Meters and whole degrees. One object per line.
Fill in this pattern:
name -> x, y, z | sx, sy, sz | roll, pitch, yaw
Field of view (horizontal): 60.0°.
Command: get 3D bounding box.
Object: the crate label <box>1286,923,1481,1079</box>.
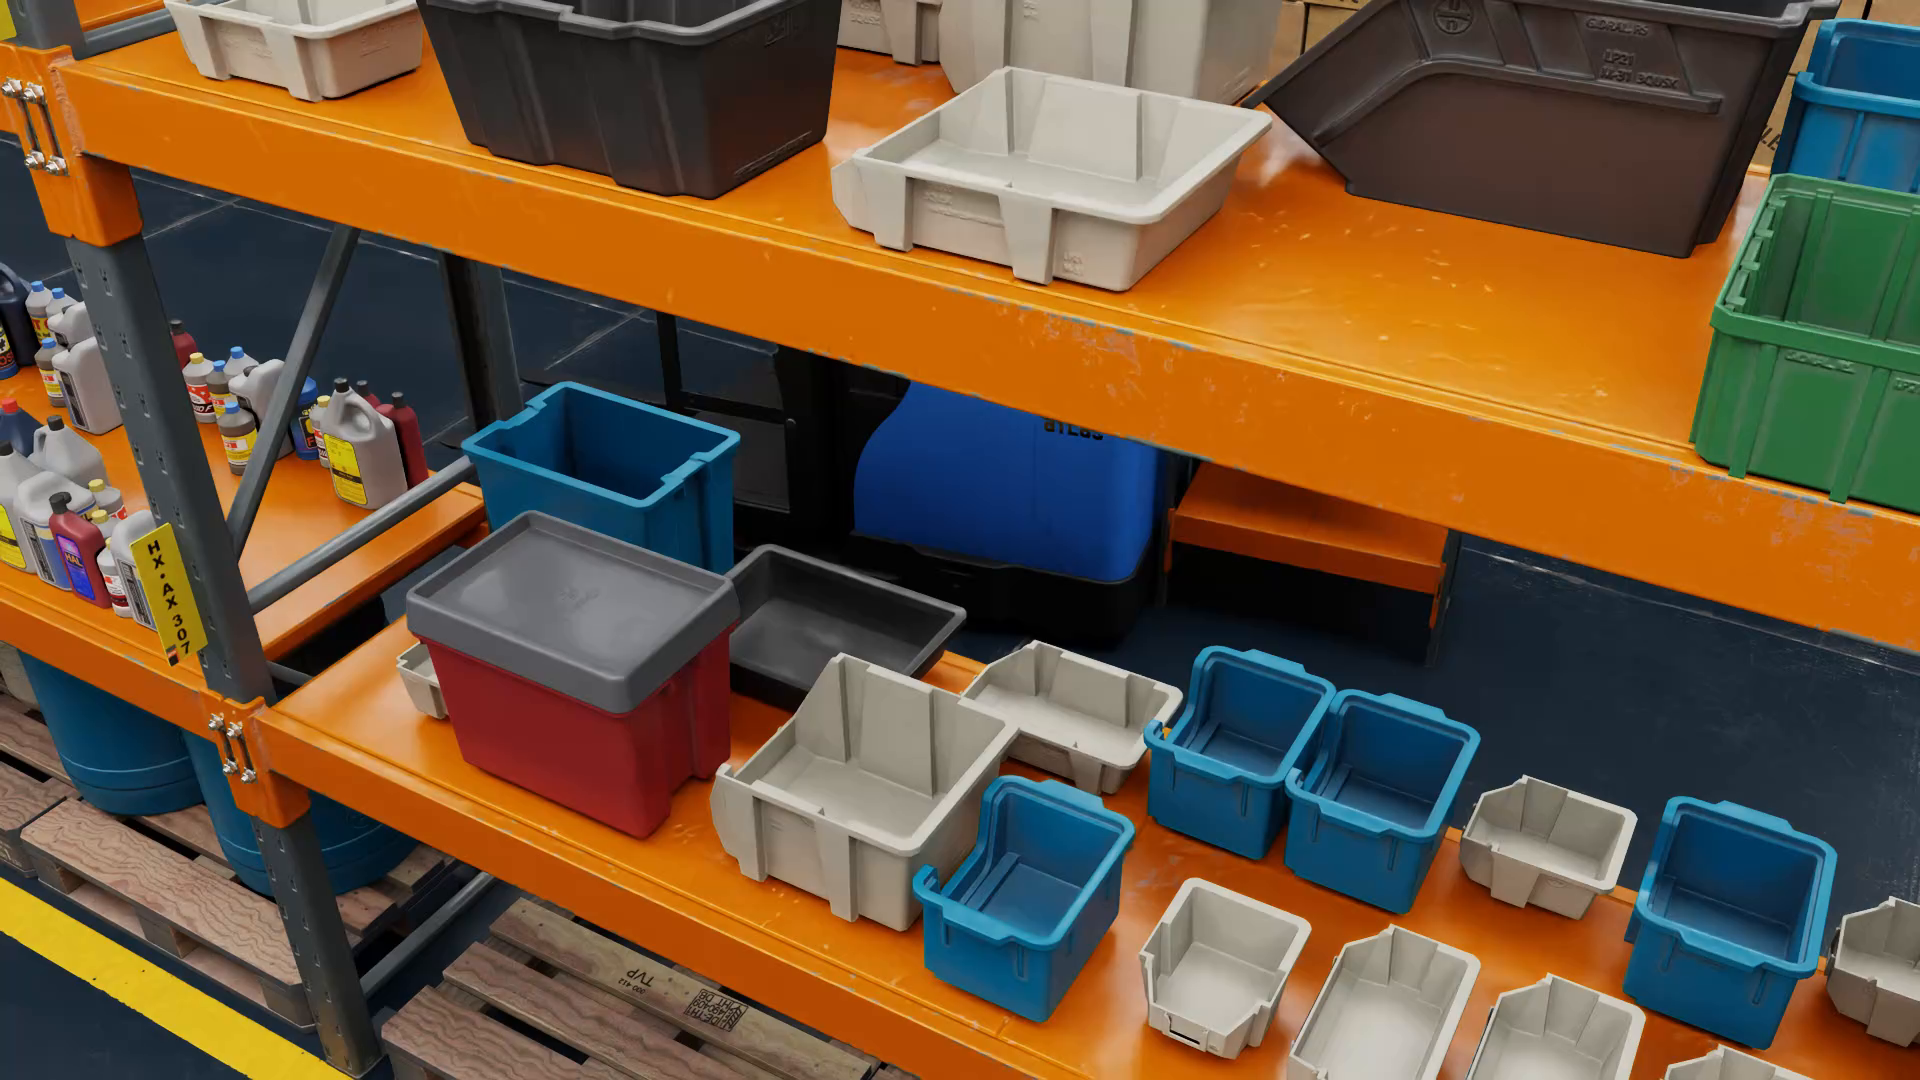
crate label -> 0.735, 0.869, 2.923 | 0.243, 0.136, 0.396 | 18, 37, 24

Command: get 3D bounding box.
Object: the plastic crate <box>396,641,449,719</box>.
plastic crate -> -1.108, 0.254, 3.846 | 0.243, 0.136, 0.396 | 18, 37, 24

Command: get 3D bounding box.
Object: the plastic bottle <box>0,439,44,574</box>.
plastic bottle -> -2.402, -0.102, 4.242 | 0.185, 0.351, 0.144 | 18, 37, 24

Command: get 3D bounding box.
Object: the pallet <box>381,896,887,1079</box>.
pallet -> -0.784, 1.317, 4.582 | 1.213, 0.211, 1.003 | 18, 37, 24

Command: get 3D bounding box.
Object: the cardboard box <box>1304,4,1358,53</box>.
cardboard box -> 1.773, -2.041, 7.019 | 0.500, 0.500, 0.500 | 18, 38, 25

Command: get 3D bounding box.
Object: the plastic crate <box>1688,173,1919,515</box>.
plastic crate -> 1.033, -0.221, 1.861 | 0.336, 0.188, 0.450 | 18, 37, 24

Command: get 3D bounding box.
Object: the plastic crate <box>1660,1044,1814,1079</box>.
plastic crate -> 1.234, 1.020, 2.695 | 0.243, 0.136, 0.396 | 18, 37, 24

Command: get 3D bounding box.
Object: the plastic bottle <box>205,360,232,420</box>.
plastic bottle -> -2.144, -0.428, 4.865 | 0.097, 0.201, 0.097 | 0, 34, 0

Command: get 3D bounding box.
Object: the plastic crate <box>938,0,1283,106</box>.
plastic crate -> 0.260, -0.885, 2.773 | 0.530, 0.282, 0.437 | 18, 37, 24

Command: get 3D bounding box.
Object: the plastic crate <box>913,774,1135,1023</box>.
plastic crate -> 0.121, 0.676, 3.125 | 0.300, 0.233, 0.416 | 18, 37, 24

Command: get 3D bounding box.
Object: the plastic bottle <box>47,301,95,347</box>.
plastic bottle -> -2.660, -0.605, 5.064 | 0.135, 0.276, 0.152 | 18, 37, 24

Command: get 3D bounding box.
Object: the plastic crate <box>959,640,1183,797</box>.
plastic crate -> 0.220, 0.392, 3.639 | 0.466, 0.136, 0.293 | 18, 37, 24

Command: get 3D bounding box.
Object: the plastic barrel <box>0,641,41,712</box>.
plastic barrel -> -2.966, 0.283, 5.485 | 0.421, 0.512, 0.421 | 0, 34, 0

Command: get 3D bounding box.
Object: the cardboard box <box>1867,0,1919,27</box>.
cardboard box -> 3.531, -1.896, 5.899 | 0.500, 0.500, 0.500 | 19, 38, 26

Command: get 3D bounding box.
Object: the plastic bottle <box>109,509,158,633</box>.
plastic bottle -> -1.944, 0.071, 4.048 | 0.135, 0.276, 0.152 | 18, 37, 24

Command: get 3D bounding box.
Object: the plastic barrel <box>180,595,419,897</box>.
plastic barrel -> -1.905, 0.513, 4.787 | 0.708, 0.901, 0.600 | 18, 37, 24

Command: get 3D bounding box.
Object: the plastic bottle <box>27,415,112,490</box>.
plastic bottle -> -2.330, -0.172, 4.346 | 0.185, 0.351, 0.144 | 18, 37, 24

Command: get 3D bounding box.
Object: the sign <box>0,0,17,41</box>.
sign -> -1.716, -1.015, 2.854 | 0.005, 0.325, 0.100 | 18, 37, 24

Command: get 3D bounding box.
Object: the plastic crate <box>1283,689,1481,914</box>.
plastic crate -> 0.837, 0.529, 3.346 | 0.300, 0.233, 0.416 | 18, 37, 24

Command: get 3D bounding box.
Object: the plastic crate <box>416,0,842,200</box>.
plastic crate -> -0.499, -0.748, 2.578 | 0.590, 0.269, 0.497 | 18, 37, 24

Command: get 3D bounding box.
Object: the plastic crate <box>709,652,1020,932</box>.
plastic crate -> -0.207, 0.506, 3.337 | 0.530, 0.282, 0.437 | 18, 37, 24

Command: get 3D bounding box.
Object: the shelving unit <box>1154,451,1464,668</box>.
shelving unit -> 1.323, -0.235, 6.087 | 1.048, 1.125, 0.538 | 12, 36, 18

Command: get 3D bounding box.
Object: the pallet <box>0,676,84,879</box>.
pallet -> -3.154, 0.566, 5.710 | 1.213, 0.211, 1.003 | 18, 37, 24

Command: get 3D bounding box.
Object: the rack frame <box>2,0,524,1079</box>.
rack frame -> -1.441, -0.027, 4.085 | 0.127, 3.000, 1.000 | 18, 37, 24

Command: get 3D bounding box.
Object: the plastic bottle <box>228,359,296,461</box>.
plastic bottle -> -1.972, -0.387, 4.737 | 0.135, 0.276, 0.152 | 18, 37, 24

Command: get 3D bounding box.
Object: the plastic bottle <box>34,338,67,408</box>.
plastic bottle -> -2.705, -0.509, 4.987 | 0.097, 0.201, 0.097 | 0, 34, 0

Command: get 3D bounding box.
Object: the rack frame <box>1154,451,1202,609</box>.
rack frame -> 0.849, -0.336, 6.240 | 0.032, 1.125, 0.500 | 12, 36, 18

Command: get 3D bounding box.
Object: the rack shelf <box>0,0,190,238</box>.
rack shelf -> -3.178, -1.526, 4.279 | 4.000, 0.370, 1.077 | 18, 37, 24

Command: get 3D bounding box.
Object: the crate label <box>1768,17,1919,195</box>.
crate label -> 1.391, -0.523, 2.257 | 0.502, 0.251, 0.408 | 18, 37, 24

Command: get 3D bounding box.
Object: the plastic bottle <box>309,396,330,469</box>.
plastic bottle -> -1.773, -0.310, 4.689 | 0.097, 0.201, 0.097 | 0, 34, 0

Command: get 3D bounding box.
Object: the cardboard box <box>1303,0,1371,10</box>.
cardboard box -> 1.737, -2.461, 6.747 | 0.500, 0.500, 0.500 | 16, 37, 23

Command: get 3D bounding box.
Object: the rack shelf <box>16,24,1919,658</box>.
rack shelf -> 0.295, -0.426, 2.627 | 4.000, 0.370, 1.077 | 18, 37, 24

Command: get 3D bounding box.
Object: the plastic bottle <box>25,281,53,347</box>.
plastic bottle -> -2.831, -0.675, 5.173 | 0.097, 0.271, 0.097 | 0, 34, 0

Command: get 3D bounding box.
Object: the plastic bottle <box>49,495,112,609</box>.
plastic bottle -> -2.167, 0.027, 4.109 | 0.133, 0.283, 0.061 | 18, 37, 24

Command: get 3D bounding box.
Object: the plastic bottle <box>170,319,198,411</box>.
plastic bottle -> -2.319, -0.529, 4.944 | 0.133, 0.283, 0.061 | 18, 37, 24

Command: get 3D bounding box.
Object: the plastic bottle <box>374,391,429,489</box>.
plastic bottle -> -1.548, -0.285, 4.577 | 0.133, 0.283, 0.061 | 18, 37, 24

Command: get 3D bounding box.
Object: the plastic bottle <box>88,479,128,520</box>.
plastic bottle -> -2.215, -0.063, 4.318 | 0.097, 0.201, 0.097 | 0, 34, 0

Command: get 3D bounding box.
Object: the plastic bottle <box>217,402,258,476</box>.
plastic bottle -> -2.018, -0.291, 4.660 | 0.097, 0.201, 0.097 | 0, 34, 0

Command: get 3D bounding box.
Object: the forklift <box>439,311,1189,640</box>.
forklift -> -0.650, -1.341, 6.120 | 3.031, 2.935, 1.130 | 11, 35, 16

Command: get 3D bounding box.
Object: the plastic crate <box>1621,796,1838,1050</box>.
plastic crate -> 1.409, 0.710, 3.074 | 0.300, 0.233, 0.416 | 18, 37, 24
